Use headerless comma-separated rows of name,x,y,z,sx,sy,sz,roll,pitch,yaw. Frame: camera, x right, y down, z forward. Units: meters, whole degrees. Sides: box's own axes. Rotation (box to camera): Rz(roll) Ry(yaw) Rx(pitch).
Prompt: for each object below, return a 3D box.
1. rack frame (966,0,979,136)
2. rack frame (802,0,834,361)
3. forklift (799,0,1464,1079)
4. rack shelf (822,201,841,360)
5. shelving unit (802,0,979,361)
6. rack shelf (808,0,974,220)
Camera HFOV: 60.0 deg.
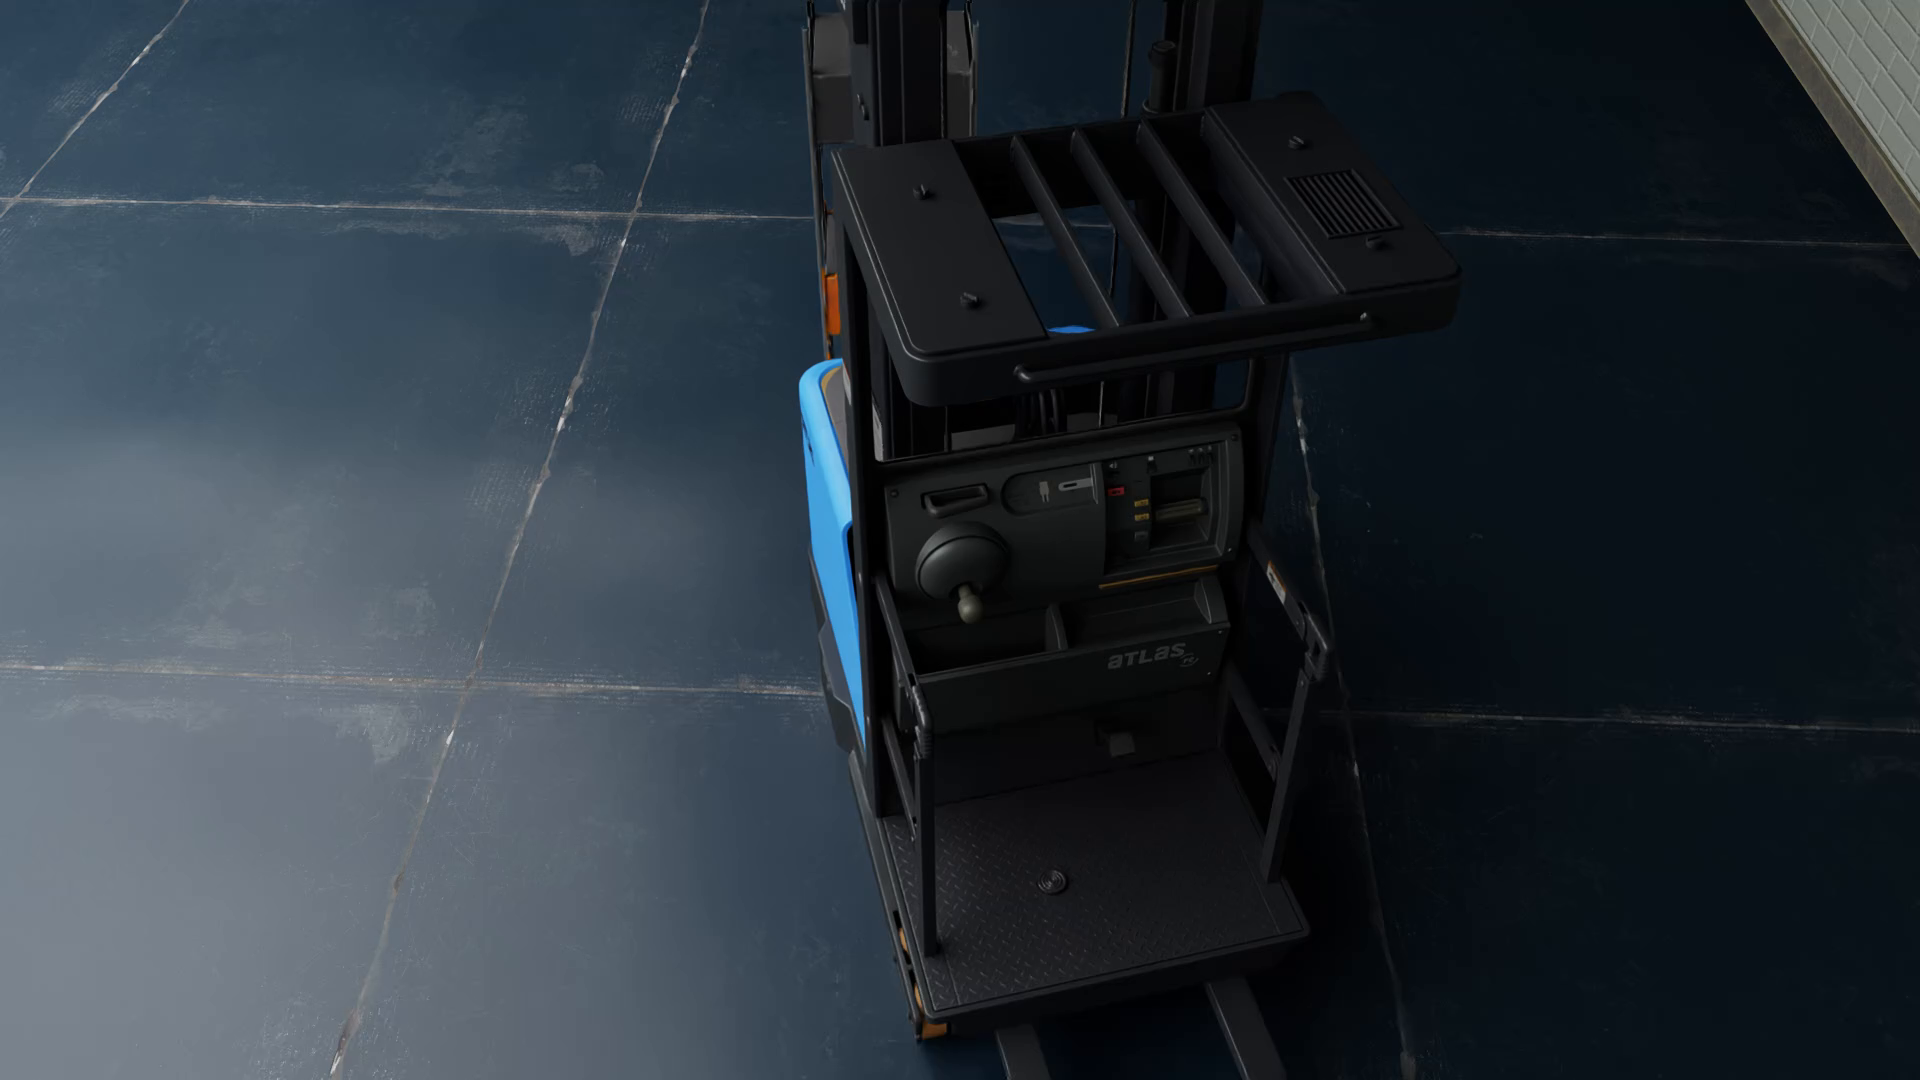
rack frame,0.036,-0.833,5.604,0.015,2.100,0.400,-2,43,-2
rack frame,-0.452,-0.817,5.586,0.015,2.100,0.400,-2,43,-2
forklift,0.327,0.046,4.050,1.130,2.935,3.031,-10,44,-10
rack shelf,-0.208,-0.815,5.604,0.480,0.518,0.431,-2,43,-2
shelving unit,-0.208,-0.825,5.595,0.503,2.100,0.431,-2,43,-2
rack shelf,-0.208,-1.327,5.127,0.480,0.518,0.431,-2,43,-2
